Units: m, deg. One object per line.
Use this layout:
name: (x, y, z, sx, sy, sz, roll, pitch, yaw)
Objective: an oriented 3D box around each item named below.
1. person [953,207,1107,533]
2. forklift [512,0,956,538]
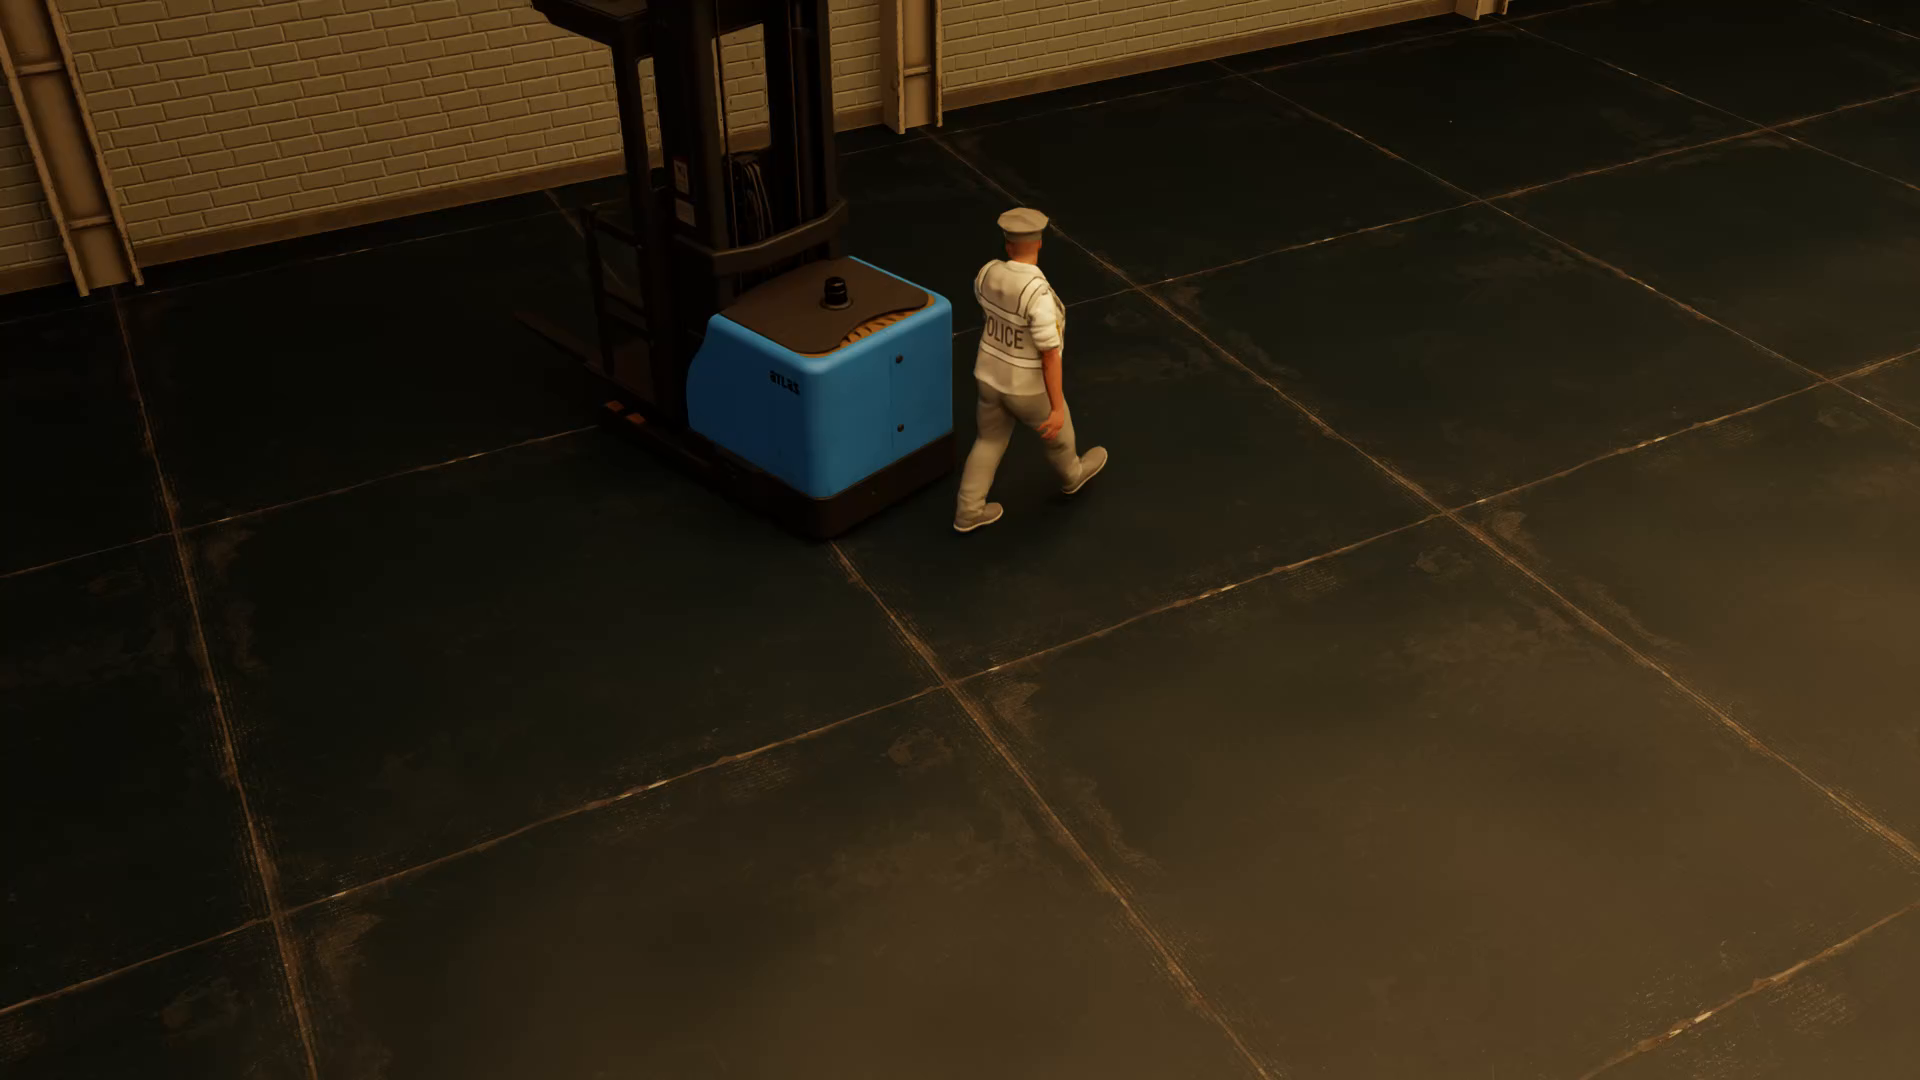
person: (0.401, -0.853, 8.404, 0.932, 1.696, 0.718, -29, 45, -35)
forklift: (-1.438, -1.945, 8.875, 3.031, 2.935, 1.130, 29, 44, 34)
